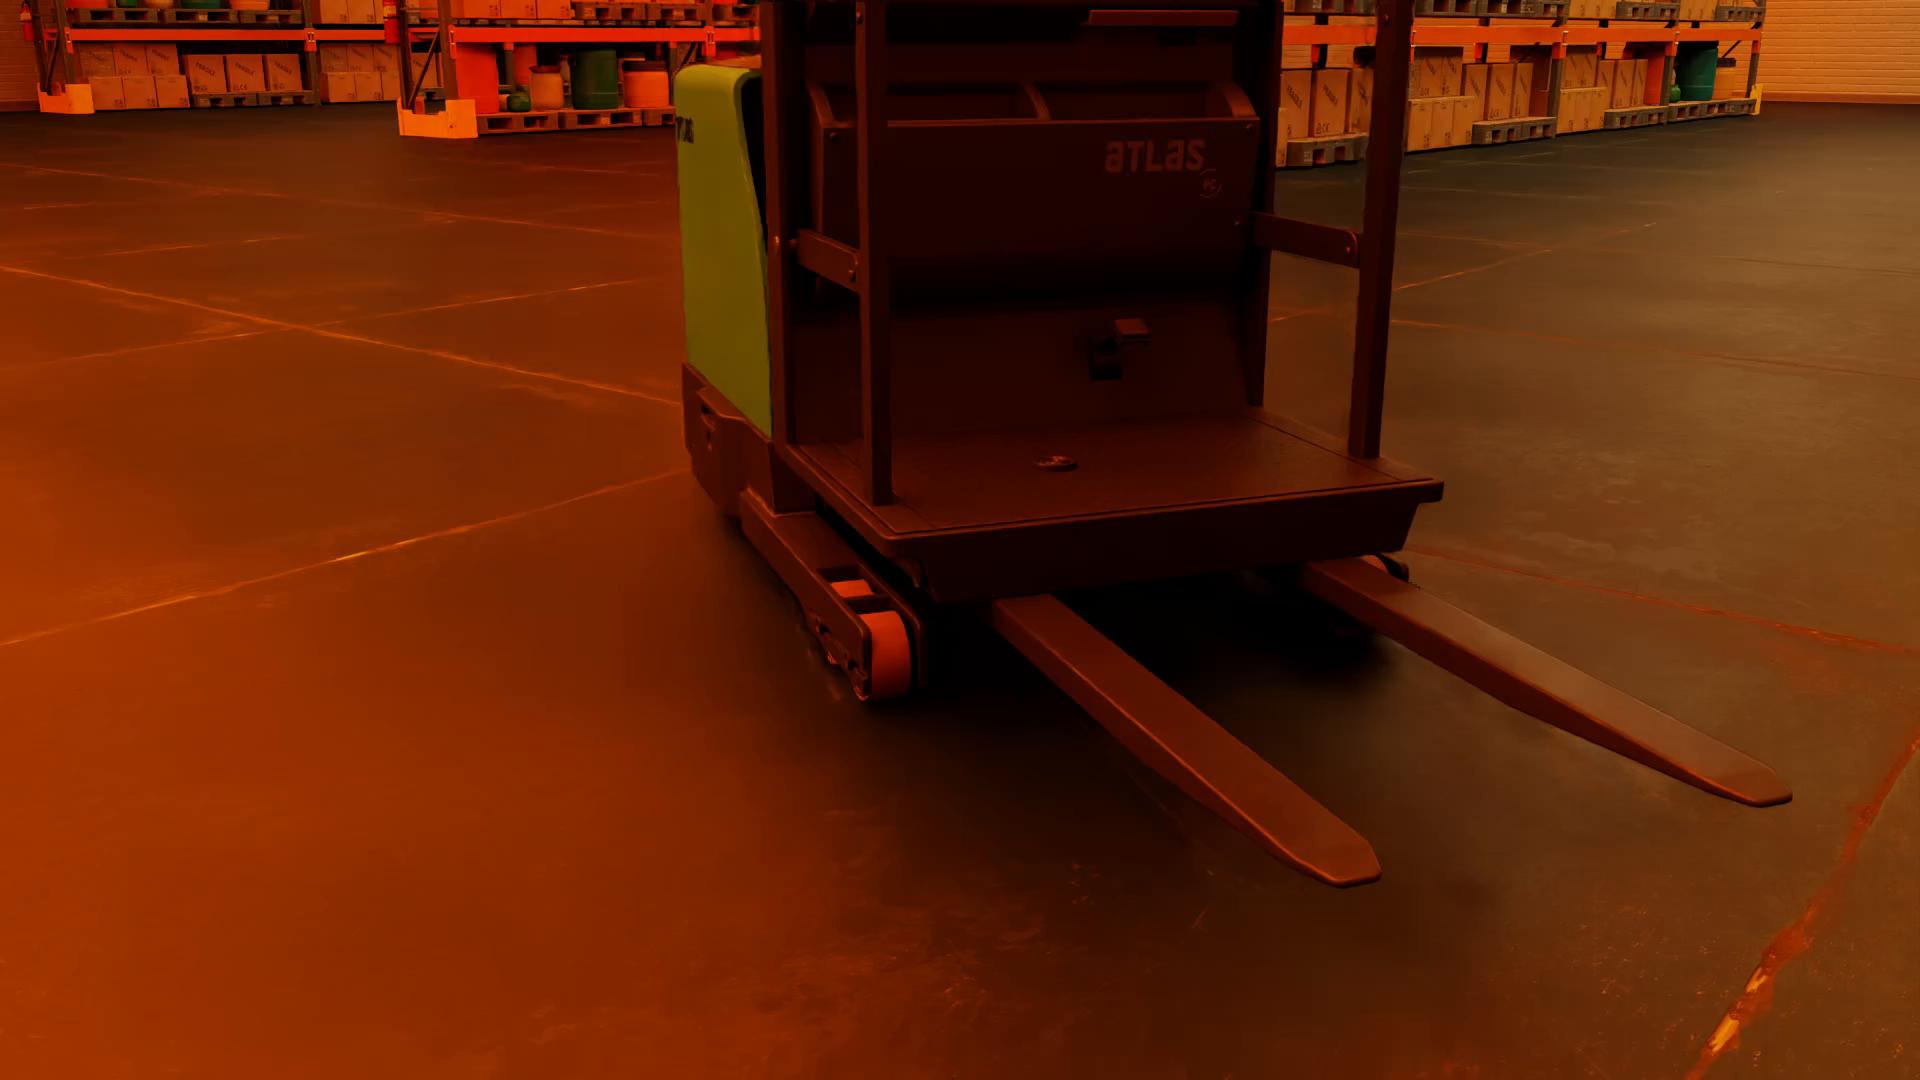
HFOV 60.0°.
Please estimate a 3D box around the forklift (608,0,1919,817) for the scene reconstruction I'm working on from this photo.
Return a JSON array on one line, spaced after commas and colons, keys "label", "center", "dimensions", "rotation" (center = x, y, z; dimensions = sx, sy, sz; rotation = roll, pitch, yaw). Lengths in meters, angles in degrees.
[{"label": "forklift", "center": [0.376, -1.267, 3.069], "dimensions": [1.130, 2.935, 3.031], "rotation": [-11, 20, -33]}]
